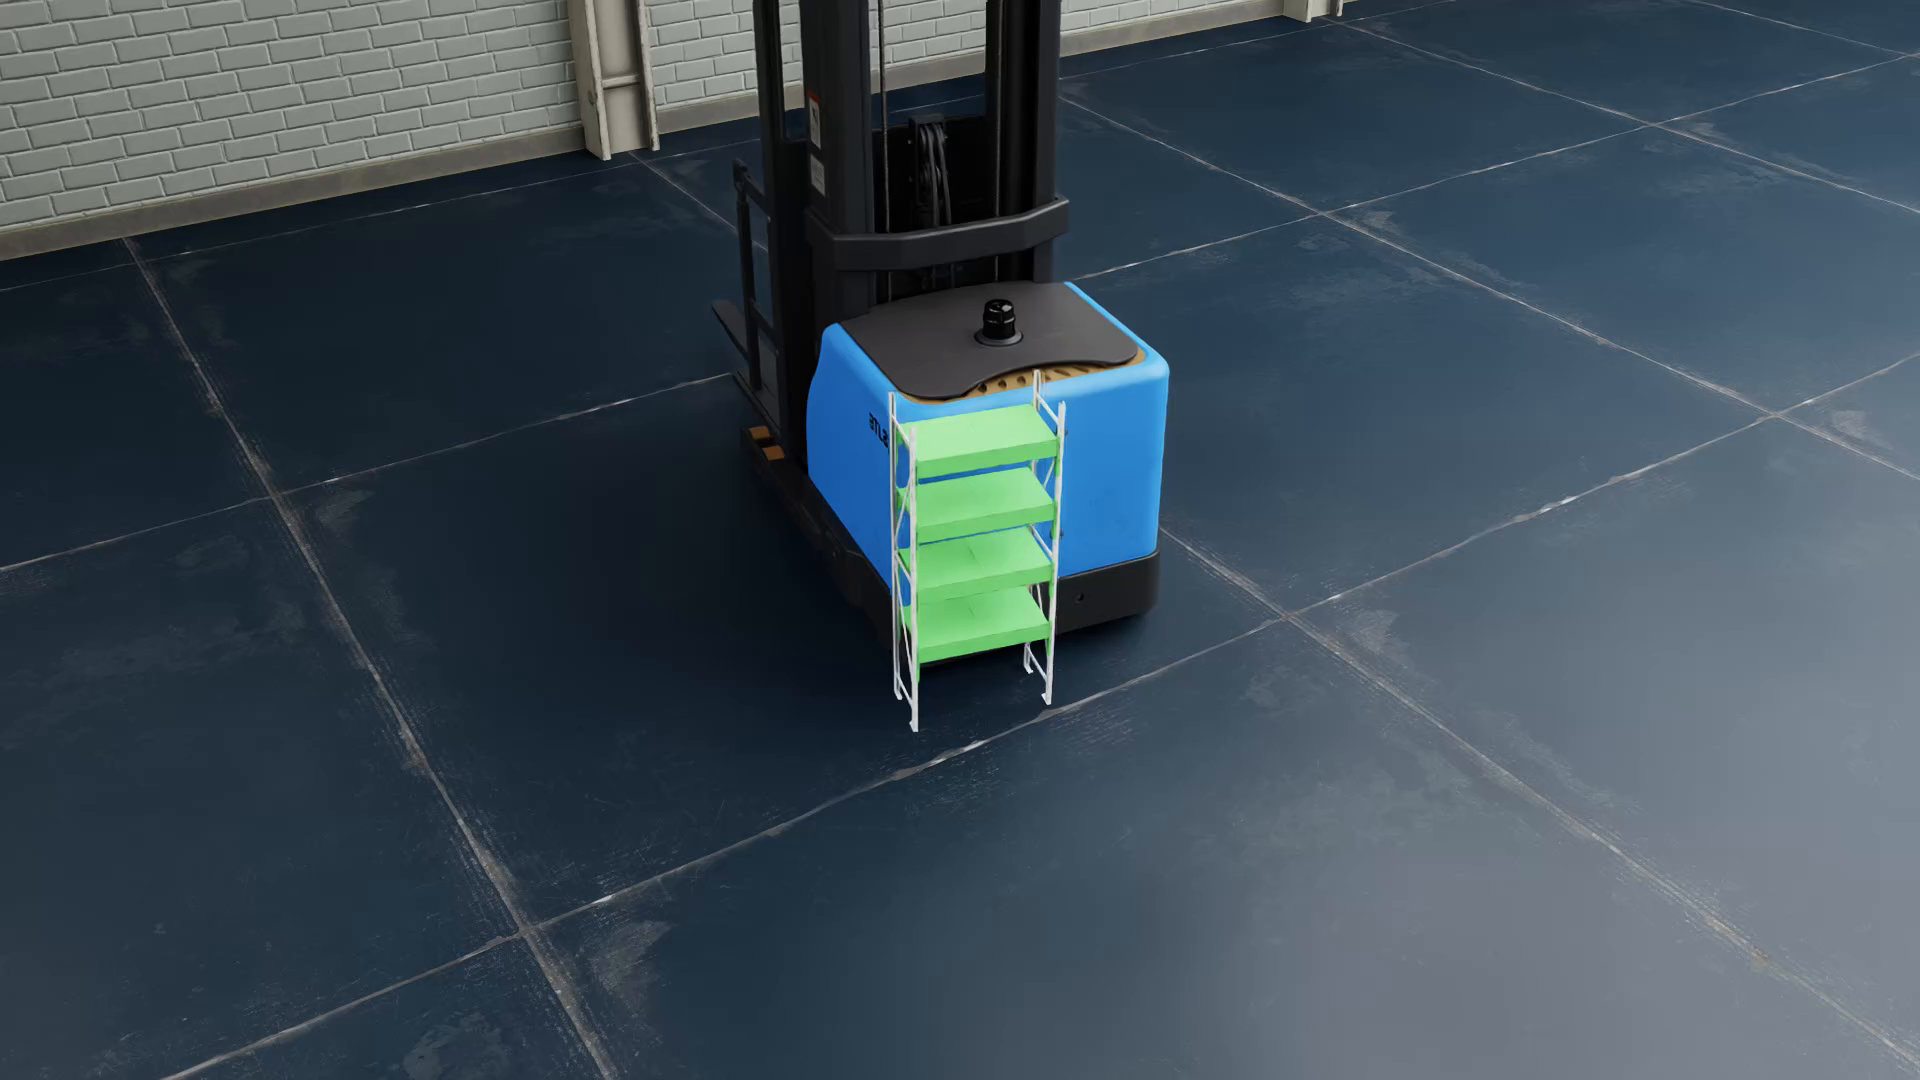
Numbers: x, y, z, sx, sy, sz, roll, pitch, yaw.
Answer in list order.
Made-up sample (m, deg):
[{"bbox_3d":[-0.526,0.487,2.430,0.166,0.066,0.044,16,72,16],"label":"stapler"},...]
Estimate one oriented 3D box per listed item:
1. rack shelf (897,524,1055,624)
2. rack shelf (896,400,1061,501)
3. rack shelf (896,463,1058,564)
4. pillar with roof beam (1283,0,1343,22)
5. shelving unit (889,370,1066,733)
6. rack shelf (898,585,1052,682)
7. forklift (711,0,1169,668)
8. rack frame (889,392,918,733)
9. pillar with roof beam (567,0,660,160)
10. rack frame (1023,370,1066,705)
[{"bbox_3d":[0.047,0.110,5.564,0.480,0.148,0.258,-10,35,-16],"label":"rack shelf"},{"bbox_3d":[0.051,-0.290,5.298,0.480,0.148,0.258,-10,35,-16],"label":"rack shelf"},{"bbox_3d":[0.049,-0.090,5.431,0.480,0.148,0.258,-10,35,-16],"label":"rack shelf"},{"bbox_3d":[5.188,-6.149,8.064,0.400,9.000,9.100,-19,37,-27],"label":"pillar with roof beam"},{"bbox_3d":[0.047,0.057,5.529,0.503,1.200,0.258,-10,35,-16],"label":"shelving unit"},{"bbox_3d":[0.045,0.310,5.697,0.480,0.148,0.258,-10,35,-16],"label":"rack shelf"},{"bbox_3d":[-0.311,-1.560,6.476,1.130,2.935,3.031,-13,35,-20],"label":"forklift"},{"bbox_3d":[-0.184,0.098,5.463,0.015,1.200,0.240,-10,35,-16],"label":"rack frame"},{"bbox_3d":[0.145,-4.415,5.315,0.400,9.000,9.100,-19,37,-27],"label":"pillar with roof beam"},{"bbox_3d":[0.279,0.015,5.594,0.015,1.200,0.240,-10,35,-16],"label":"rack frame"}]
